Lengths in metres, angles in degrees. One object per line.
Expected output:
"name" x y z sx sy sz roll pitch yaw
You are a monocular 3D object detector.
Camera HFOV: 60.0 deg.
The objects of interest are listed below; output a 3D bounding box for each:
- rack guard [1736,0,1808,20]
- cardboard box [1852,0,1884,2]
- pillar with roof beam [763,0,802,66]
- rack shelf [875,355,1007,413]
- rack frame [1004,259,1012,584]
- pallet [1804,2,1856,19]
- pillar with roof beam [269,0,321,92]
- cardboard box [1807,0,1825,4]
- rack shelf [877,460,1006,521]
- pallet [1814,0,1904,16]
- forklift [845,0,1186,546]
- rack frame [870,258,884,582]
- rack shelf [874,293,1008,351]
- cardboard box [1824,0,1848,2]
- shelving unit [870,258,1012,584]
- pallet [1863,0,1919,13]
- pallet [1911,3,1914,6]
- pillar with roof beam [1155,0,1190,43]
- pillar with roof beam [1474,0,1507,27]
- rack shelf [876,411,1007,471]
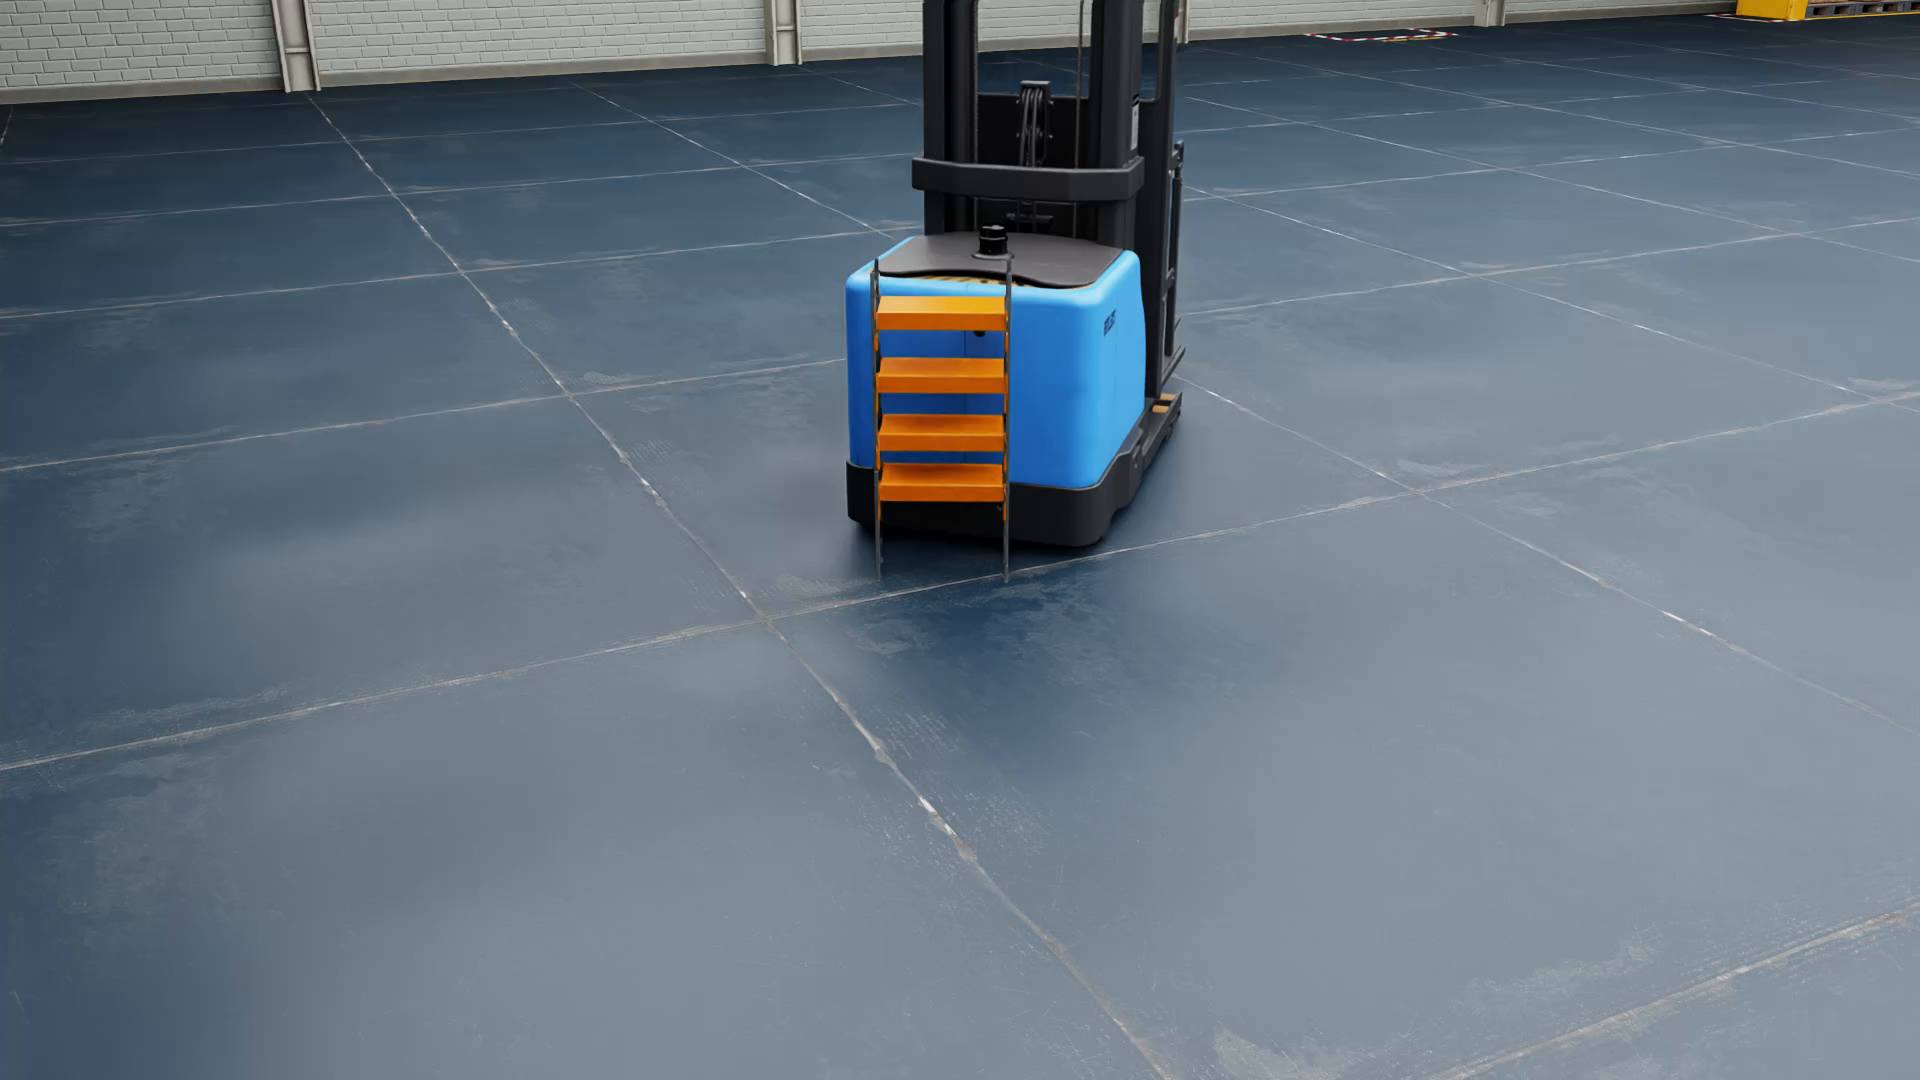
"rack guard" 13.713 -9.097 28.074 0.348 0.500 1.175 -10 25 -24
"cardboard box" 15.504 -9.571 28.642 0.500 0.500 0.700 -12 25 -27
"pillar with roof beam" -0.452 -8.956 16.621 0.400 9.000 9.100 -10 25 -24
"rack shelf" -0.066 -0.581 6.175 0.480 0.148 0.258 0 22 1
"rack frame" 0.178 -0.434 6.230 0.015 1.200 0.240 0 22 1
"pallet" 14.461 -9.086 28.425 1.213 0.211 1.003 -10 25 -24
"pillar with roof beam" -5.858 -7.961 14.217 0.400 9.000 9.100 -10 25 -24
"cardboard box" 14.307 -9.284 28.198 0.500 0.311 0.500 -14 26 -30
"rack shelf" -0.066 -0.190 6.336 0.480 0.148 0.258 0 22 1
"pallet" 15.558 -9.287 28.910 1.213 0.211 1.003 -10 25 -24
"forklift" 0.449 -1.864 7.421 1.130 2.935 3.031 6 23 15
"rack frame" -0.310 -0.438 6.239 0.015 1.200 0.240 0 22 1
"rack shelf" -0.066 -0.799 6.084 0.480 0.148 0.258 0 22 1
"cardboard box" 14.821 -9.379 28.426 0.500 0.311 0.500 -8 24 -19
"shelving unit" -0.066 -0.436 6.235 0.503 1.200 0.258 0 22 1
"pallet" 16.659 -9.491 29.403 1.213 0.211 1.003 -10 25 -24
"pallet" 17.950 -9.744 30.015 1.213 0.211 1.003 -10 25 -24
"pillar with roof beam" 4.955 -9.952 19.026 0.400 9.000 9.100 -10 25 -24
"pillar with roof beam" 10.361 -10.947 21.430 0.400 9.000 9.100 -10 25 -24
"rack shelf" -0.066 -0.374 6.260 0.480 0.148 0.258 0 22 1
